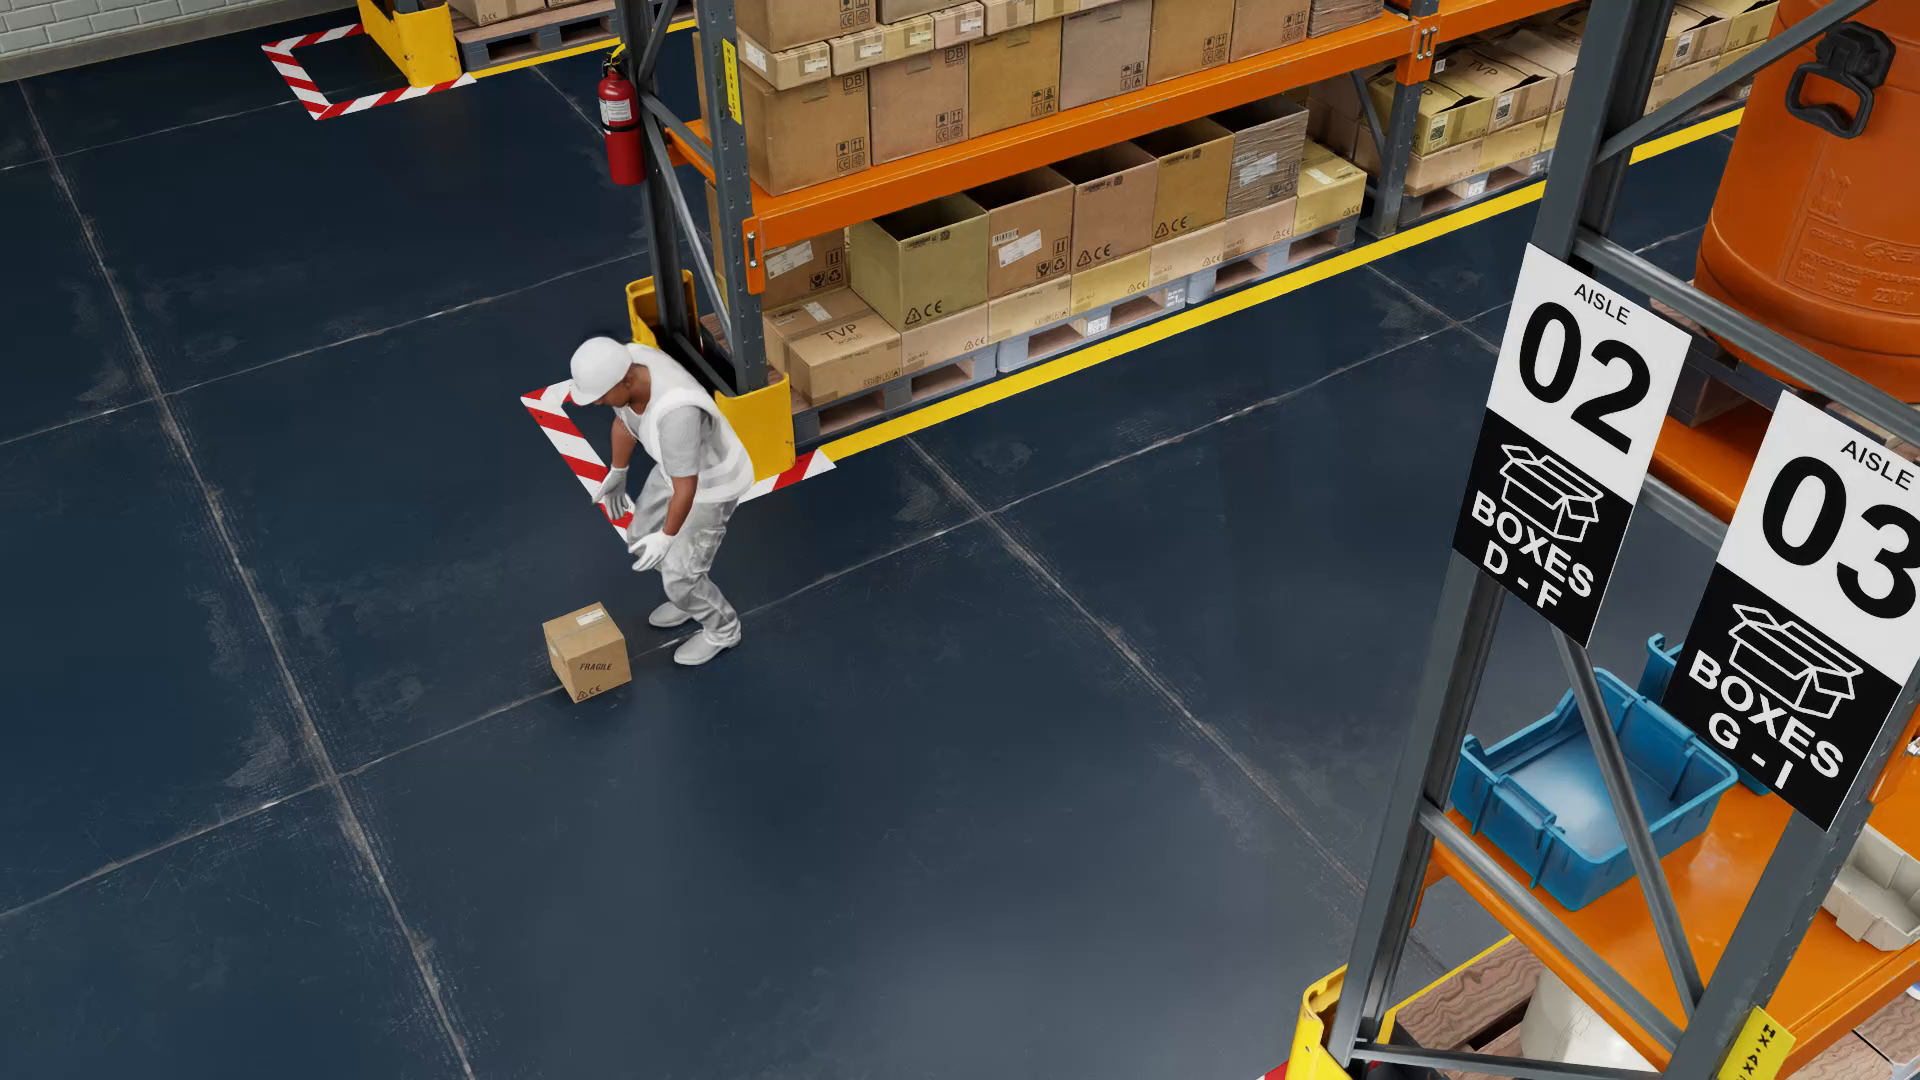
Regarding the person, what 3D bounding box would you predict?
[{"bbox_3d":[-1.125,-0.183,6.517,0.652,1.578,0.599,-22,45,-24],"label":"person"}]
